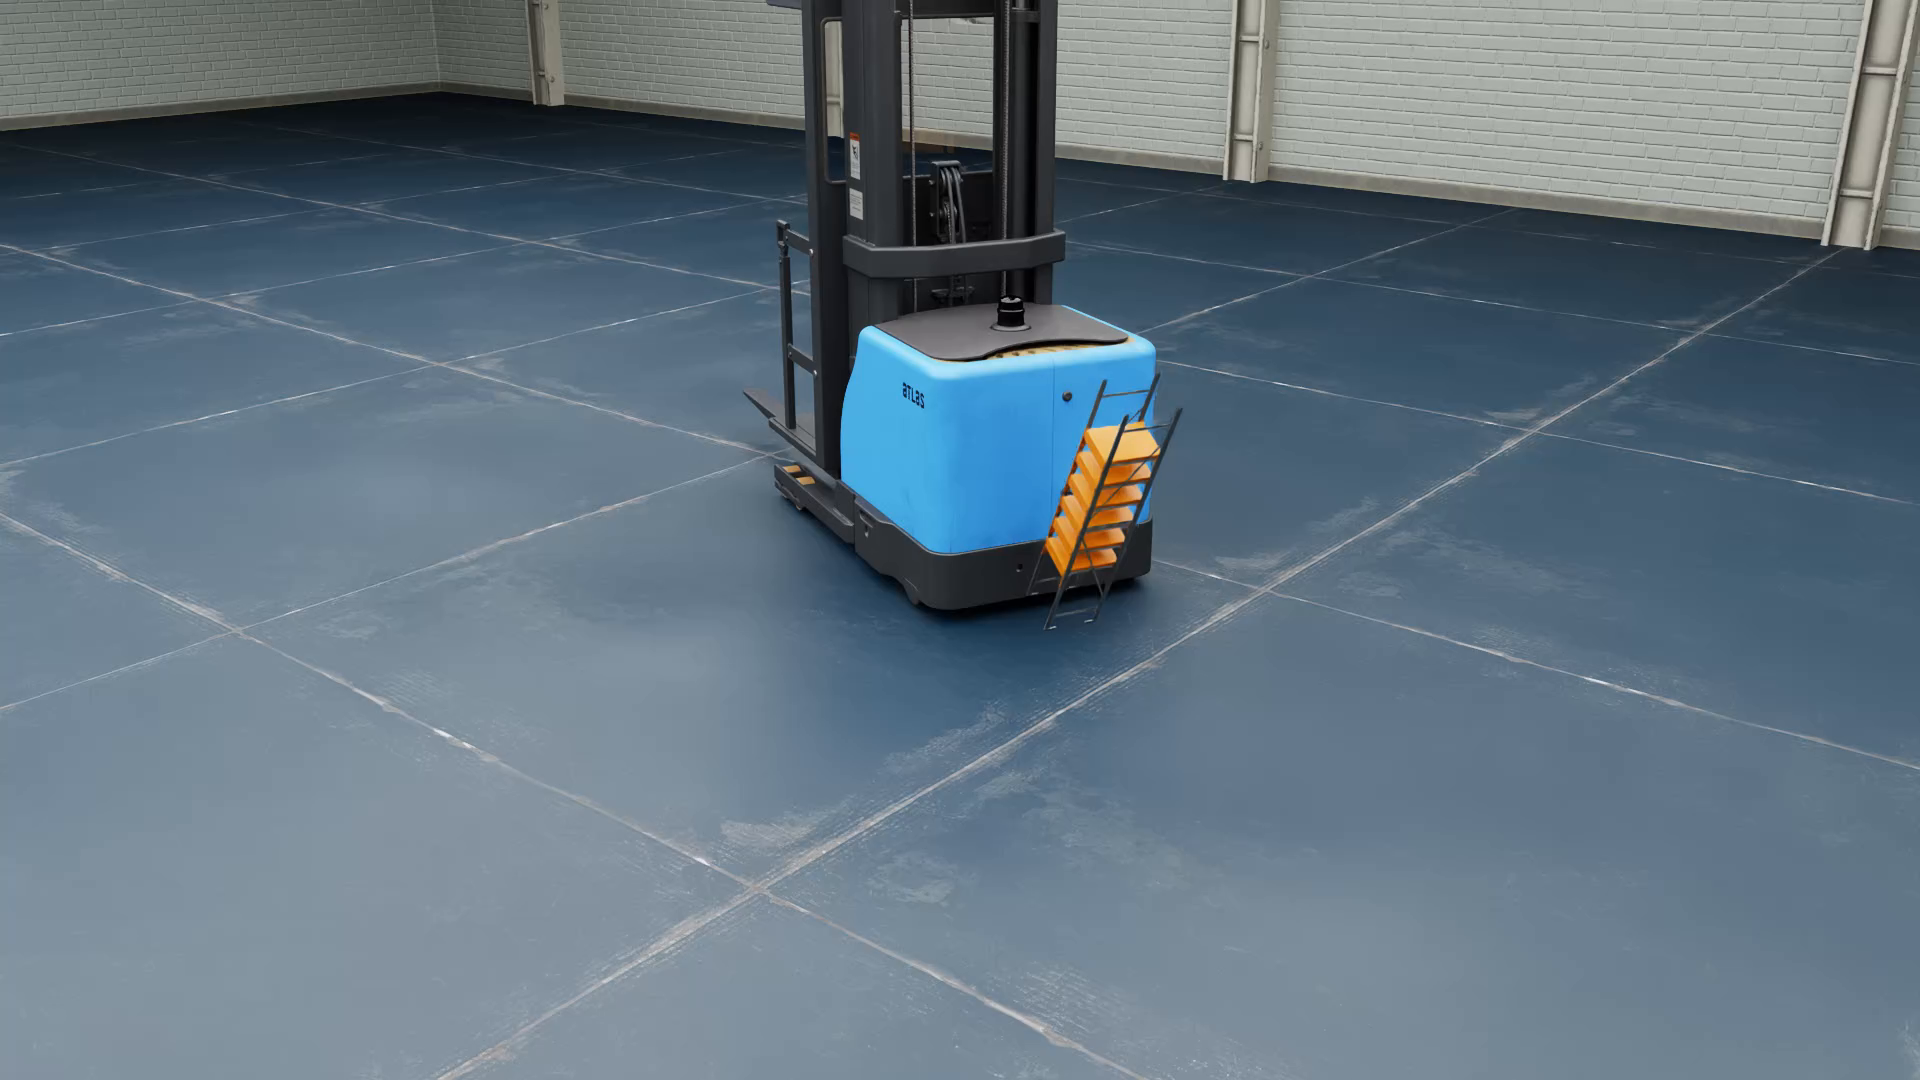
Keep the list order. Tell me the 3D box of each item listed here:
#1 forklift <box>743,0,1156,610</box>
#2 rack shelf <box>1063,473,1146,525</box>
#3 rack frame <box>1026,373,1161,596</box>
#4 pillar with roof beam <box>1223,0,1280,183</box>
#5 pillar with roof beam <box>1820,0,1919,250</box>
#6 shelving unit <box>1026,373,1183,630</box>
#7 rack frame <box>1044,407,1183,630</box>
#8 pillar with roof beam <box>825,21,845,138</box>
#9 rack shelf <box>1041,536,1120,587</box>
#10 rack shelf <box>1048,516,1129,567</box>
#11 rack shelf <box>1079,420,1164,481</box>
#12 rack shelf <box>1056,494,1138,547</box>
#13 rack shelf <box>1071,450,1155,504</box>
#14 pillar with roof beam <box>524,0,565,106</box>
[{"bbox_3d":[-0.263,-1.570,7.679,1.130,2.935,3.031,-9,23,-23],"label":"forklift"},{"bbox_3d":[0.548,-0.172,6.310,0.258,0.103,0.180,-9,51,-23],"label":"rack shelf"},{"bbox_3d":[0.500,-0.189,6.417,0.240,1.200,0.006,-9,51,-23],"label":"rack frame"},{"bbox_3d":[0.375,-6.941,13.321,0.400,9.000,9.100,16,26,36],"label":"pillar with roof beam"},{"bbox_3d":[5.024,-5.603,9.772,0.400,9.000,9.100,16,26,36],"label":"pillar with roof beam"},{"bbox_3d":[0.533,-0.122,6.364,0.258,1.200,0.189,-9,51,-23],"label":"shelving unit"},{"bbox_3d":[0.566,-0.055,6.312,0.240,1.200,0.006,-9,51,-23],"label":"rack frame"},{"bbox_3d":[-4.273,-8.280,16.871,0.400,9.000,9.100,16,26,36],"label":"pillar with roof beam"},{"bbox_3d":[0.477,0.068,6.569,0.258,0.103,0.180,-9,51,-23],"label":"rack shelf"},{"bbox_3d":[0.500,-0.012,6.483,0.258,0.103,0.180,-9,51,-23],"label":"rack shelf"},{"bbox_3d":[0.596,-0.332,6.137,0.258,0.103,0.180,-9,51,-23],"label":"rack shelf"},{"bbox_3d":[0.524,-0.092,6.396,0.258,0.103,0.180,-9,51,-23],"label":"rack shelf"},{"bbox_3d":[0.572,-0.252,6.224,0.258,0.103,0.180,-9,51,-23],"label":"rack shelf"},{"bbox_3d":[-8.922,-9.618,20.421,0.400,9.000,9.100,16,26,36],"label":"pillar with roof beam"}]
